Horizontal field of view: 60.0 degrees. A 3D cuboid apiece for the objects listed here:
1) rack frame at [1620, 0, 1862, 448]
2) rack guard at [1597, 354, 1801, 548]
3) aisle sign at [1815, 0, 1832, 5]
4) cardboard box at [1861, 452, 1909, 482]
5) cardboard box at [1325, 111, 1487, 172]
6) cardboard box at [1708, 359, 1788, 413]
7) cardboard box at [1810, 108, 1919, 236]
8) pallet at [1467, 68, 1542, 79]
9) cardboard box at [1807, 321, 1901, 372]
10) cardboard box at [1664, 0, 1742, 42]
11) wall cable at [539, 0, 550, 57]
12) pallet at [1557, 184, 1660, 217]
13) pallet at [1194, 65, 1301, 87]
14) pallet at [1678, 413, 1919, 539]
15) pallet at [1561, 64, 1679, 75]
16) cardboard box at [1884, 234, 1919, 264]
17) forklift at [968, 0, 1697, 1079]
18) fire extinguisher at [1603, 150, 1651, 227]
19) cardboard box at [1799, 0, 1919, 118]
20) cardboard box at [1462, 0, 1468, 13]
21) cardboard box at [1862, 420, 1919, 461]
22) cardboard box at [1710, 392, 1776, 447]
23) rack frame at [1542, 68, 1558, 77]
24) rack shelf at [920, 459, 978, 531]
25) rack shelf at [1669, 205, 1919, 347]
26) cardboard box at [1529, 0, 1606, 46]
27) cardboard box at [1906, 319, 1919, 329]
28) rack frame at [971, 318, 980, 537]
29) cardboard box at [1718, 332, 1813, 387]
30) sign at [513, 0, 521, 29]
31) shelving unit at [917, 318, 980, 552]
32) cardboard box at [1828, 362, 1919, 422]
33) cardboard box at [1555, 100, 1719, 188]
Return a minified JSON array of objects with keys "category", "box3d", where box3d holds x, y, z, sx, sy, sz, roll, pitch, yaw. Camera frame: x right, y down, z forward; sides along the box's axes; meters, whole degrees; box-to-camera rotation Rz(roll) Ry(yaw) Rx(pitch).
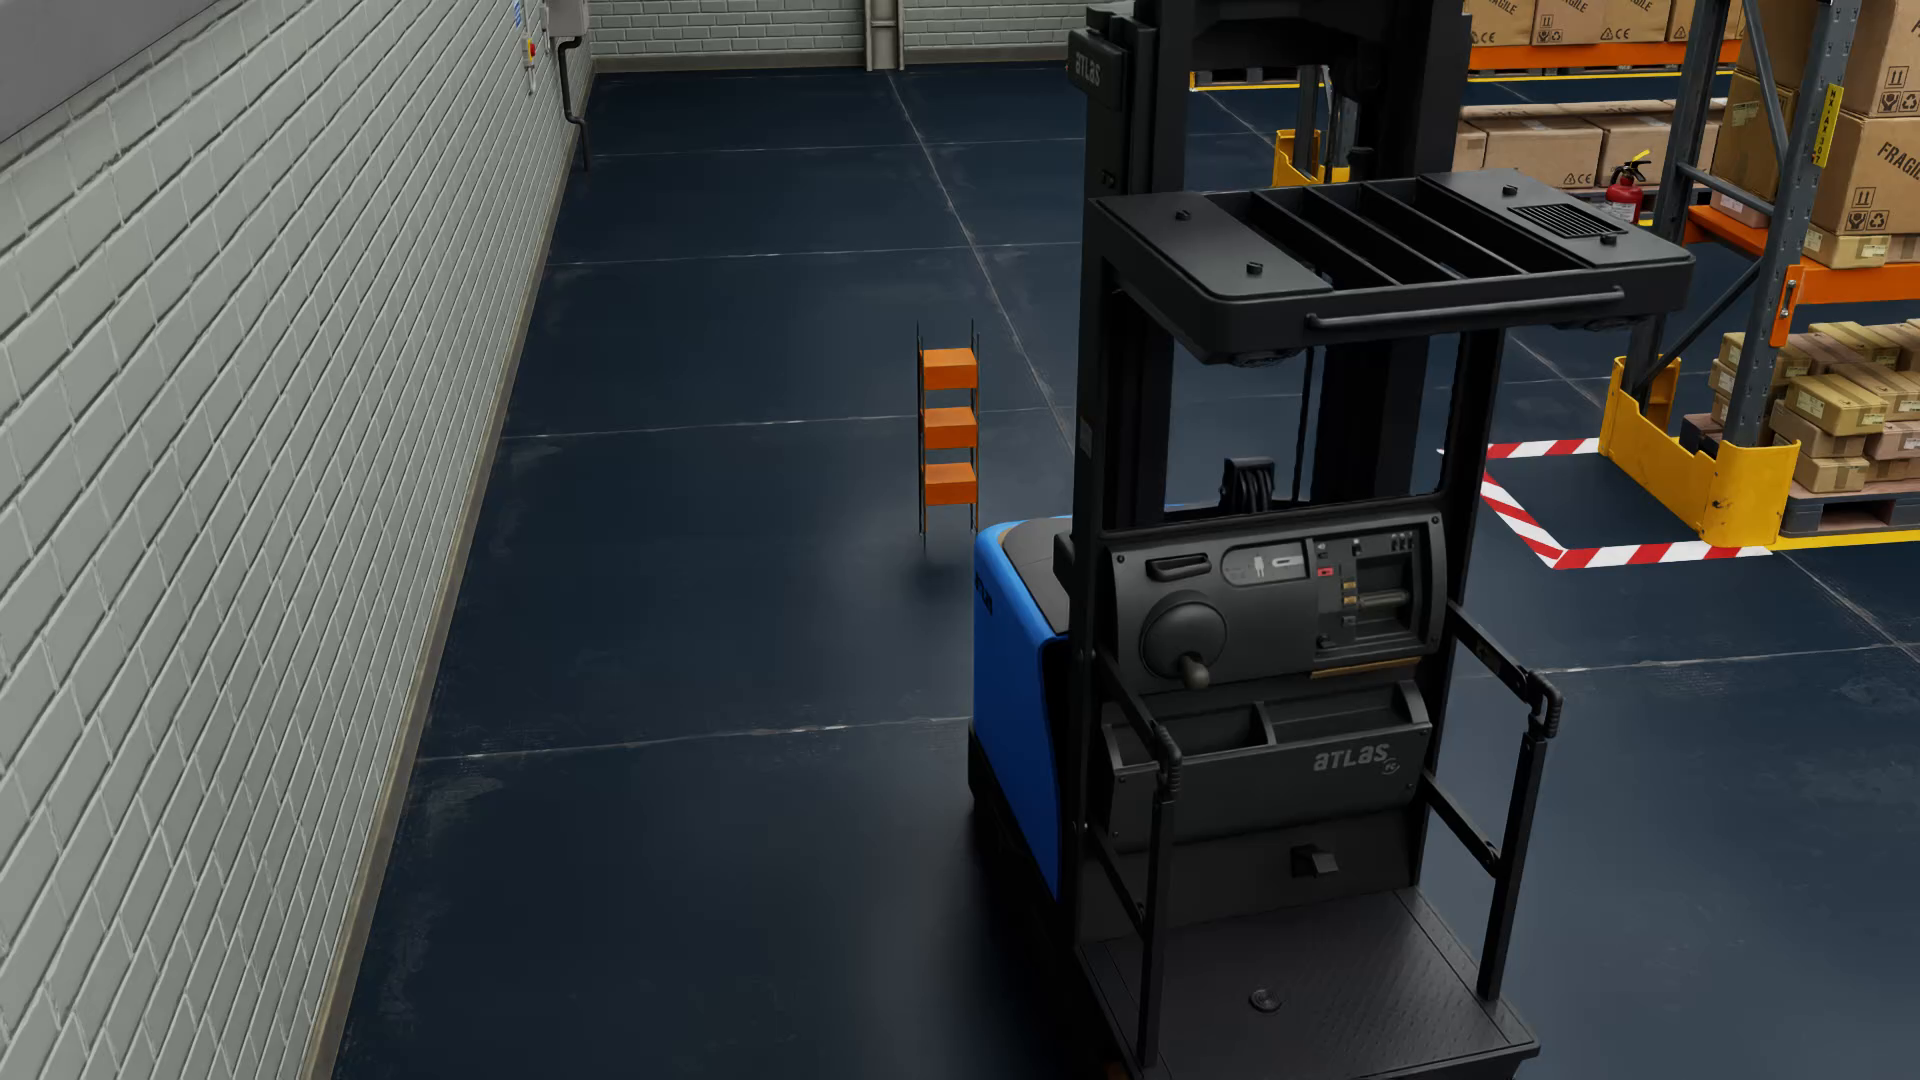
[{"category":"rack frame","box3d":[3.487,-1.563,7.511,0.127,3.000,1.000,-4,27,-7]},{"category":"rack guard","box3d":[3.562,-0.456,8.091,0.348,0.500,1.175,-4,27,-7]},{"category":"aisle sign","box3d":[3.456,-2.580,6.644,0.004,0.787,0.394,-4,27,-7]},{"category":"cardboard box","box3d":[4.298,-0.424,7.954,0.250,0.149,0.380,-4,27,-7]},{"category":"cardboard box","box3d":[3.337,-2.929,12.519,0.875,0.438,0.875,-5,28,-9]},{"category":"cardboard box","box3d":[3.970,-0.777,8.315,0.250,0.149,0.380,-4,27,-8]},{"category":"cardboard box","box3d":[3.970,-1.644,7.233,0.500,0.500,0.500,-2,27,-5]},{"category":"pallet","box3d":[5.283,-5.009,17.281,1.213,0.211,1.003,-4,27,-7]},{"category":"cardboard box","box3d":[4.471,-0.959,8.344,0.250,0.149,0.380,-4,27,-8]},{"category":"cardboard box","box3d":[5.230,-3.875,11.906,0.500,0.500,0.500,-4,27,-8]},{"category":"wall cable","box3d":[-3.092,-4.518,12.157,0.122,1.984,0.588,-4,27,-7]},{"category":"pallet","box3d":[4.683,-2.716,12.813,1.213,0.211,1.003,-4,27,-7]},{"category":"pallet","box3d":[2.866,-4.854,16.978,1.213,0.211,1.003,-4,27,-7]},{"category":"pallet","box3d":[4.372,-0.363,8.227,1.213,0.211,1.003,-4,27,-7]},{"category":"pallet","box3d":[6.763,-5.121,17.499,1.213,0.211,1.003,-4,27,-7]},{"category":"cardboard box","box3d":[4.100,-1.359,7.388,0.250,0.149,0.380,-3,27,-5]},{"category":"forklift","box3d":[0.895,0.196,4.158,1.130,2.935,3.031,-7,28,-13]},{"category":"fire extinguisher","box3d":[3.173,-1.556,7.989,0.183,0.674,0.296,-4,27,-7]},{"category":"cardboard box","box3d":[3.968,-2.094,7.014,0.500,0.500,0.500,-4,27,-7]},{"category":"cardboard box","box3d":[3.212,-3.740,11.644,0.500,0.500,0.500,-4,27,-8]},{"category":"cardboard box","box3d":[4.320,-0.523,7.821,0.250,0.149,0.380,-4,27,-7]},{"category":"cardboard box","box3d":[3.979,-0.610,8.315,0.250,0.149,0.380,-3,27,-6]},{"category":"rack frame","box3d":[5.963,-6.293,16.728,0.127,3.000,1.000,-4,27,-7]},{"category":"rack shelf","box3d":[-0.053,-0.207,7.635,0.240,0.259,0.215,-4,27,-7]},{"category":"rack shelf","box3d":[5.467,-1.371,7.923,4.000,0.370,1.077,-4,27,-7]},{"category":"cardboard box","box3d":[4.216,-3.809,11.778,0.500,0.500,0.500,-4,27,-7]},{"category":"cardboard box","box3d":[4.995,-0.989,8.403,0.250,0.149,0.380,-3,27,-5]},{"category":"rack frame","box3d":[0.068,-0.471,7.519,0.008,1.050,0.200,-4,27,-7]},{"category":"cardboard box","box3d":[3.976,-0.895,8.219,0.250,0.149,0.380,-3,27,-7]},{"category":"sign","box3d":[-2.937,-3.520,11.029,0.001,0.218,0.327,-4,27,-7]},{"category":"shelving unit","box3d":[-0.053,-0.464,7.504,0.252,1.050,0.215,-4,27,-7]},{"category":"cardboard box","box3d":[4.309,-0.698,7.836,0.250,0.149,0.380,-3,27,-6]},{"category":"cardboard box","box3d":[5.135,-3.047,12.750,0.875,0.438,0.875,-4,27,-9]}]
